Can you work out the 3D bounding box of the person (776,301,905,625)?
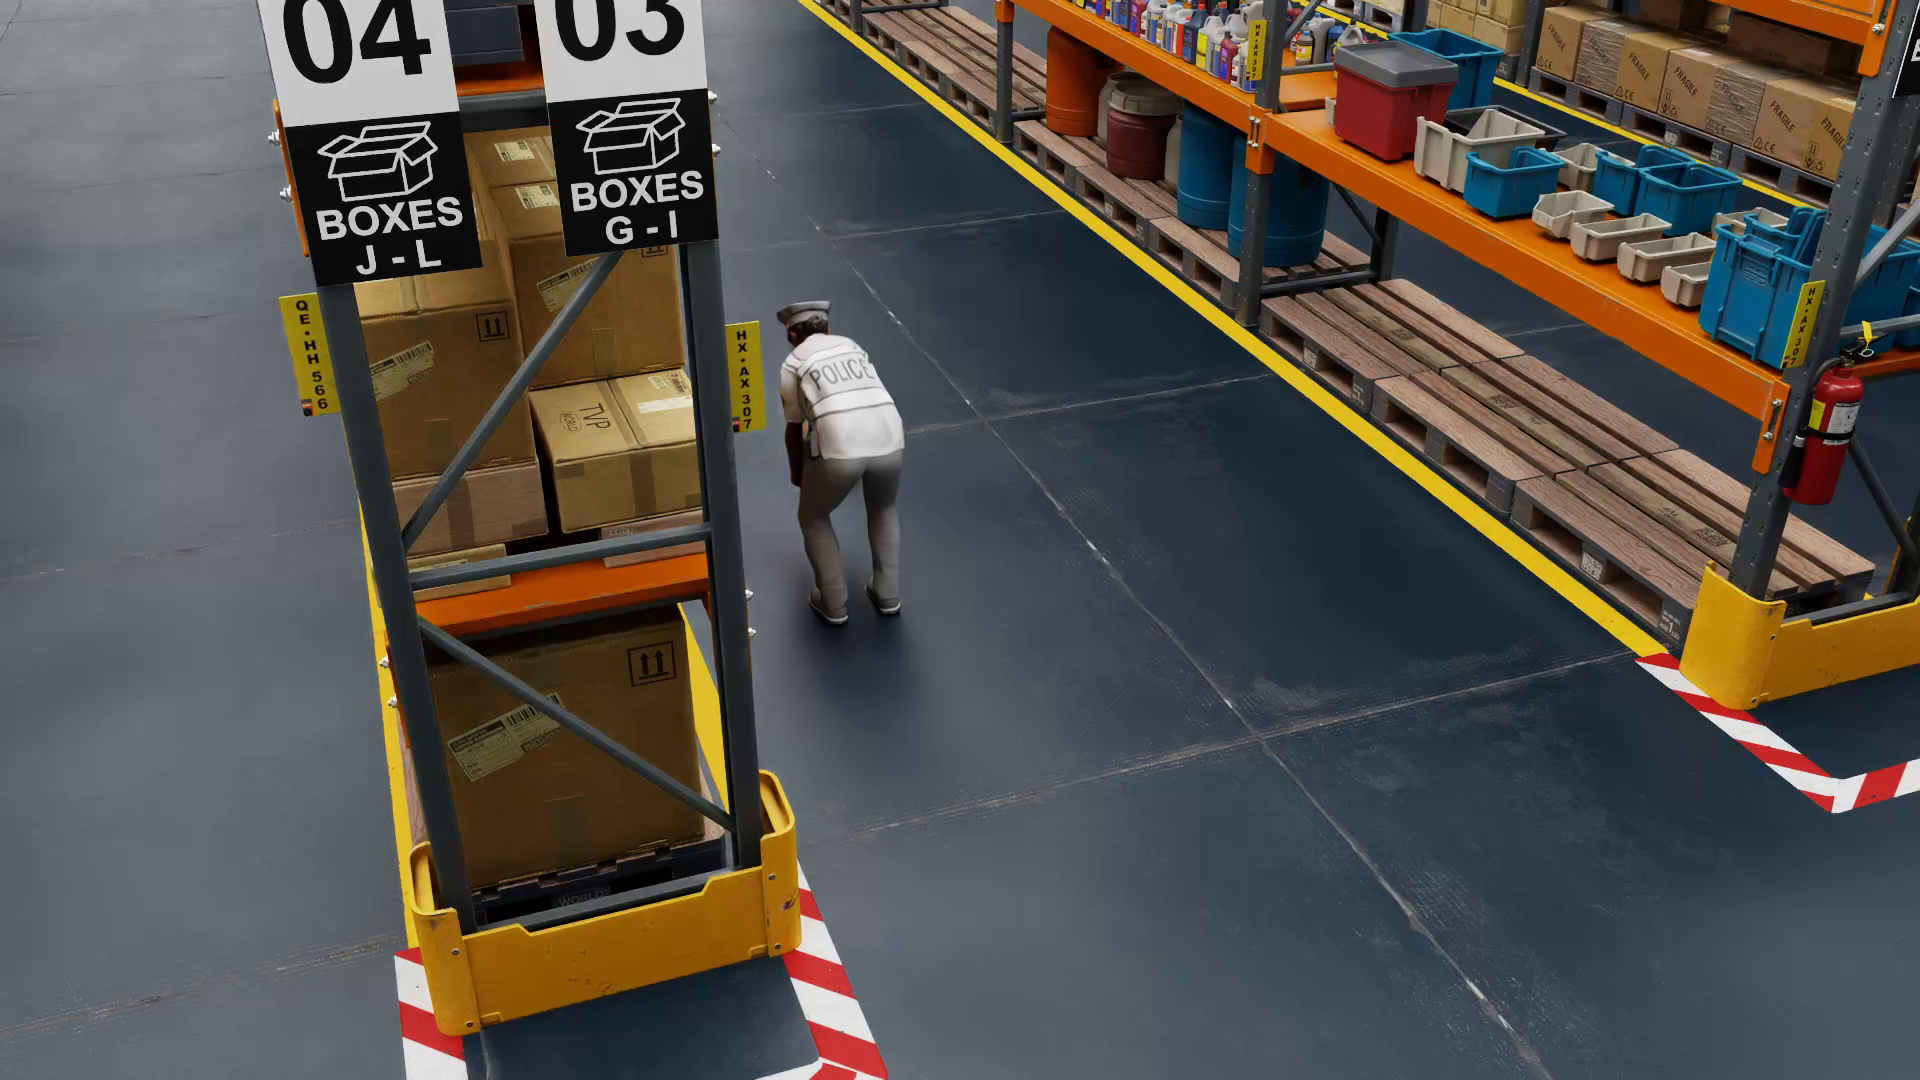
[{"bbox_3d":[-0.530,-0.347,7.141,0.430,1.257,0.901,-12,32,-19],"label":"person"}]
